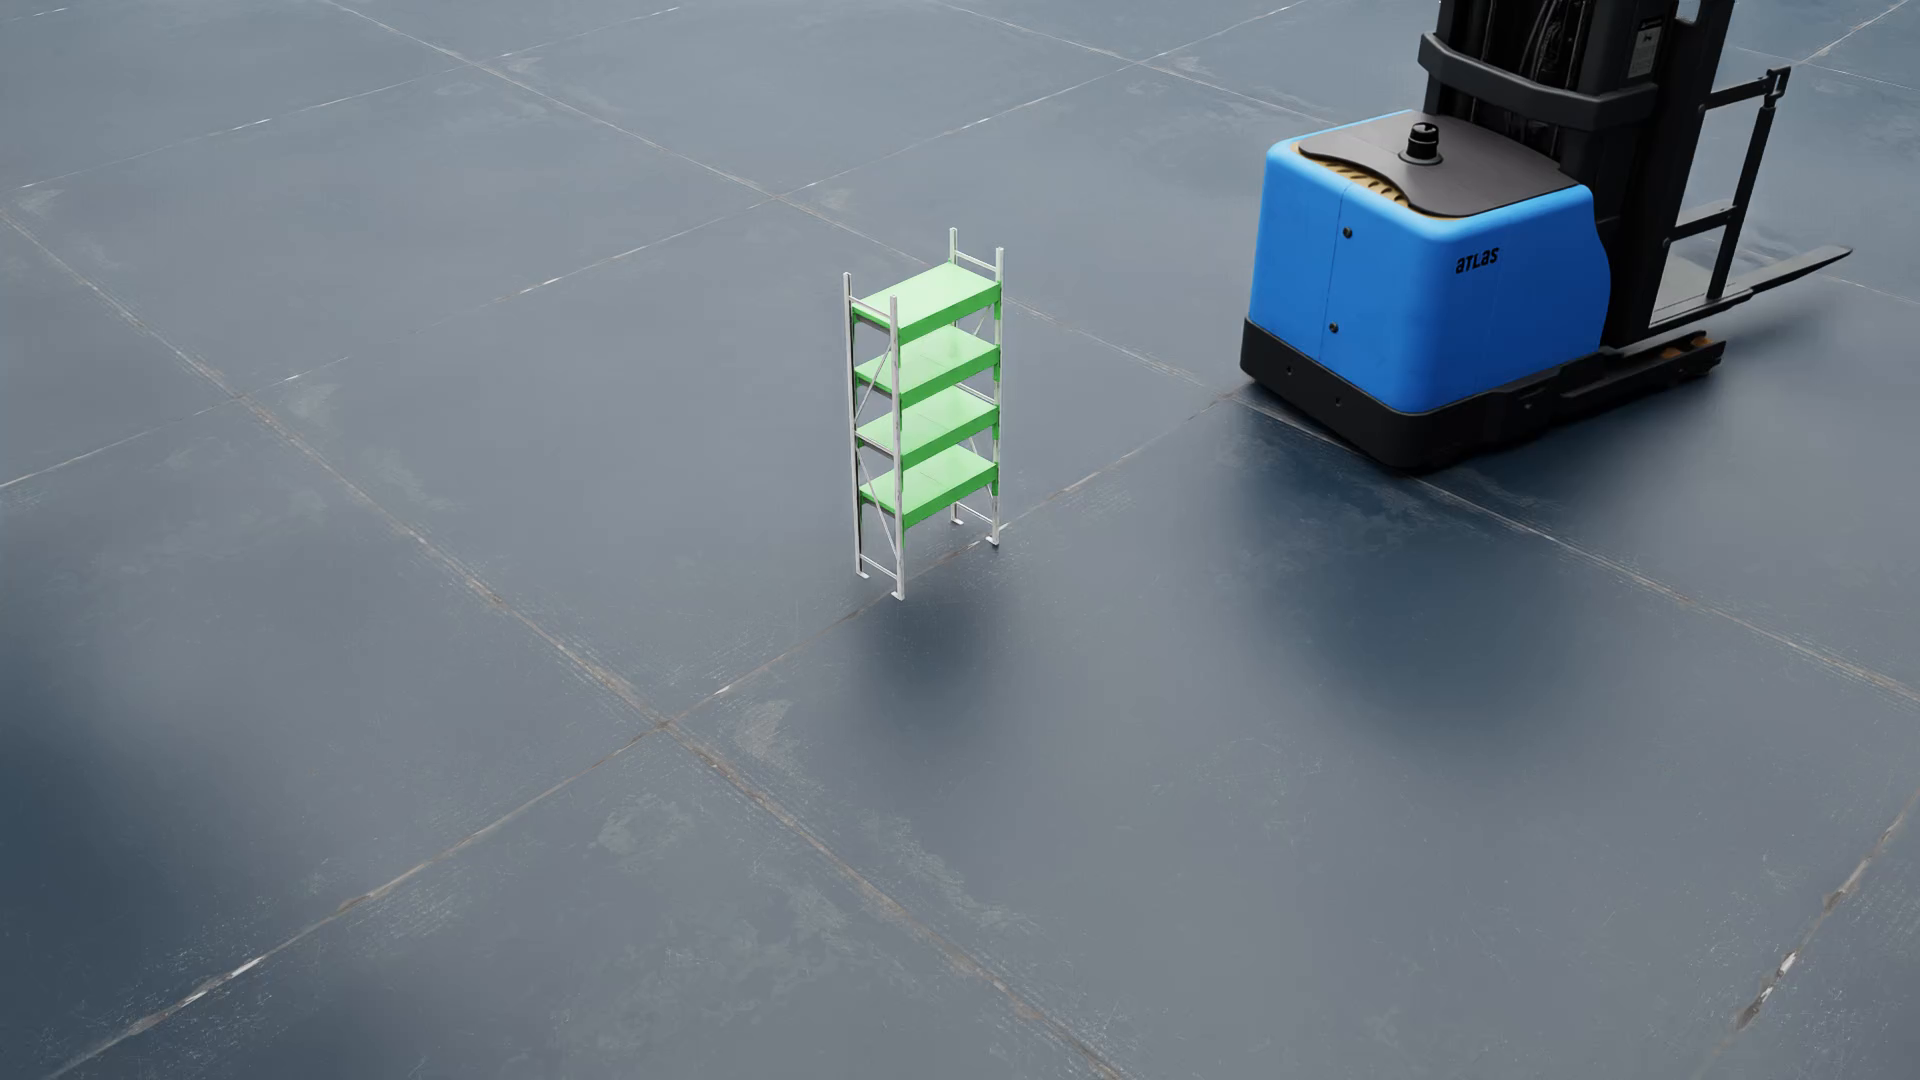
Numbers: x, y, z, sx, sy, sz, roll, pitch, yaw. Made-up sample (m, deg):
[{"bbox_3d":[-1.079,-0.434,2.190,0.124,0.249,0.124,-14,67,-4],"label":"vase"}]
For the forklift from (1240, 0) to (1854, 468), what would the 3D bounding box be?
[{"bbox_3d":[2.740,-2.107,6.709,3.031,2.935,1.130,-19,39,-25],"label":"forklift"}]

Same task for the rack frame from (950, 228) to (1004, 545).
[{"bbox_3d":[0.055,-0.524,5.952,0.240,1.200,0.015,30,45,35],"label":"rack frame"}]

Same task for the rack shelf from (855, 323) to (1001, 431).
[{"bbox_3d":[-0.117,-0.569,5.710,0.258,0.148,0.480,30,45,35],"label":"rack shelf"}]

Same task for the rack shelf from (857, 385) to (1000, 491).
[{"bbox_3d":[-0.117,-0.373,5.847,0.258,0.148,0.480,30,45,35],"label":"rack shelf"}]

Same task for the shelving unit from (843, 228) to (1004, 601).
[{"bbox_3d":[-0.117,-0.425,5.810,0.258,1.200,0.503,30,45,35],"label":"shelving unit"}]

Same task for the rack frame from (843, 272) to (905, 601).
[{"bbox_3d":[-0.289,-0.326,5.668,0.240,1.200,0.015,30,45,35],"label":"rack frame"}]

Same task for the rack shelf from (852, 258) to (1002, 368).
[{"bbox_3d":[-0.117,-0.766,5.572,0.258,0.148,0.480,30,45,35],"label":"rack shelf"}]

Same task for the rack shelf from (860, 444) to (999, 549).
[{"bbox_3d":[-0.117,-0.176,5.984,0.258,0.148,0.480,30,45,35],"label":"rack shelf"}]
